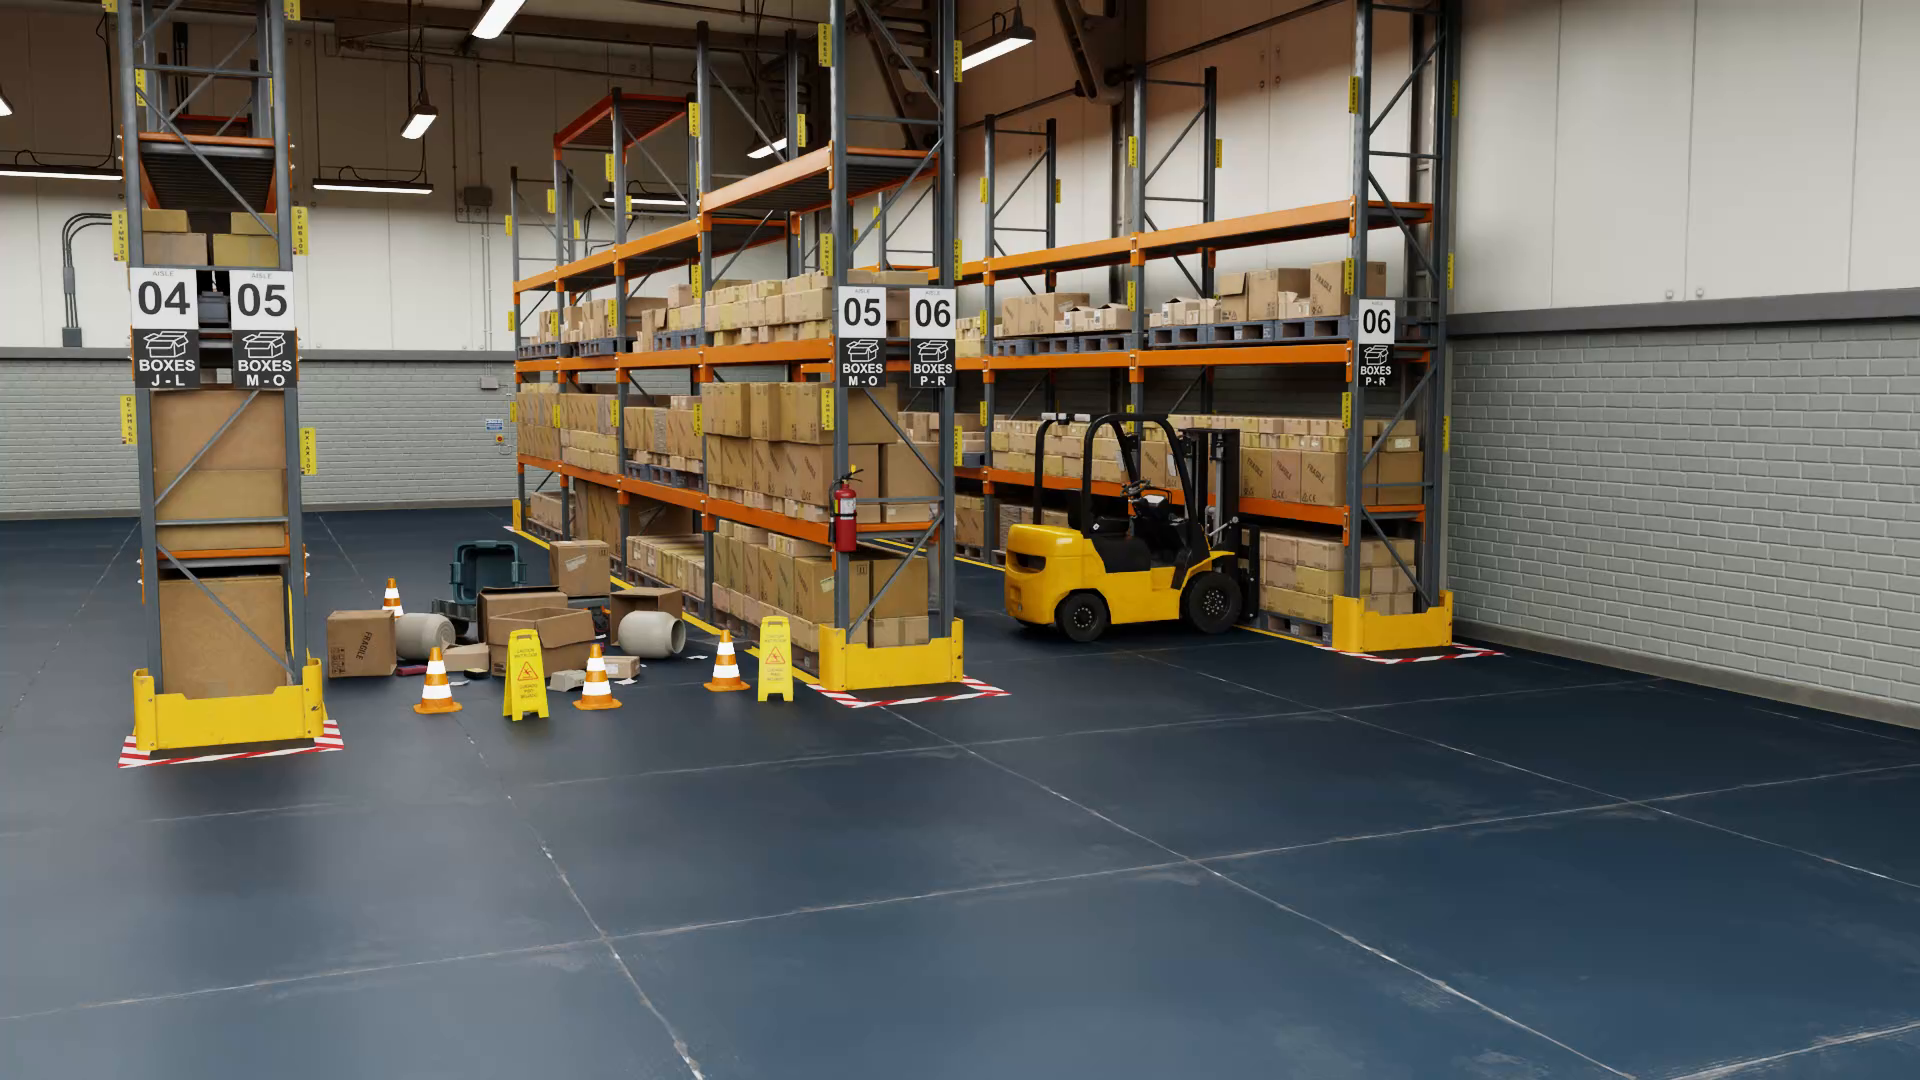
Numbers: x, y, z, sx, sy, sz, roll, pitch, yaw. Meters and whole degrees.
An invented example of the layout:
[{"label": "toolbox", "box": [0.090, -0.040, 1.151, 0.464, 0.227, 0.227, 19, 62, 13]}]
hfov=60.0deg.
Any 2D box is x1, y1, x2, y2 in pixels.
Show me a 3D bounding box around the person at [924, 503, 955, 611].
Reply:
[{"label": "person", "box": [-0.311, -0.130, 17.854, 0.492, 1.777, 0.578, -1, 5, -11]}]
